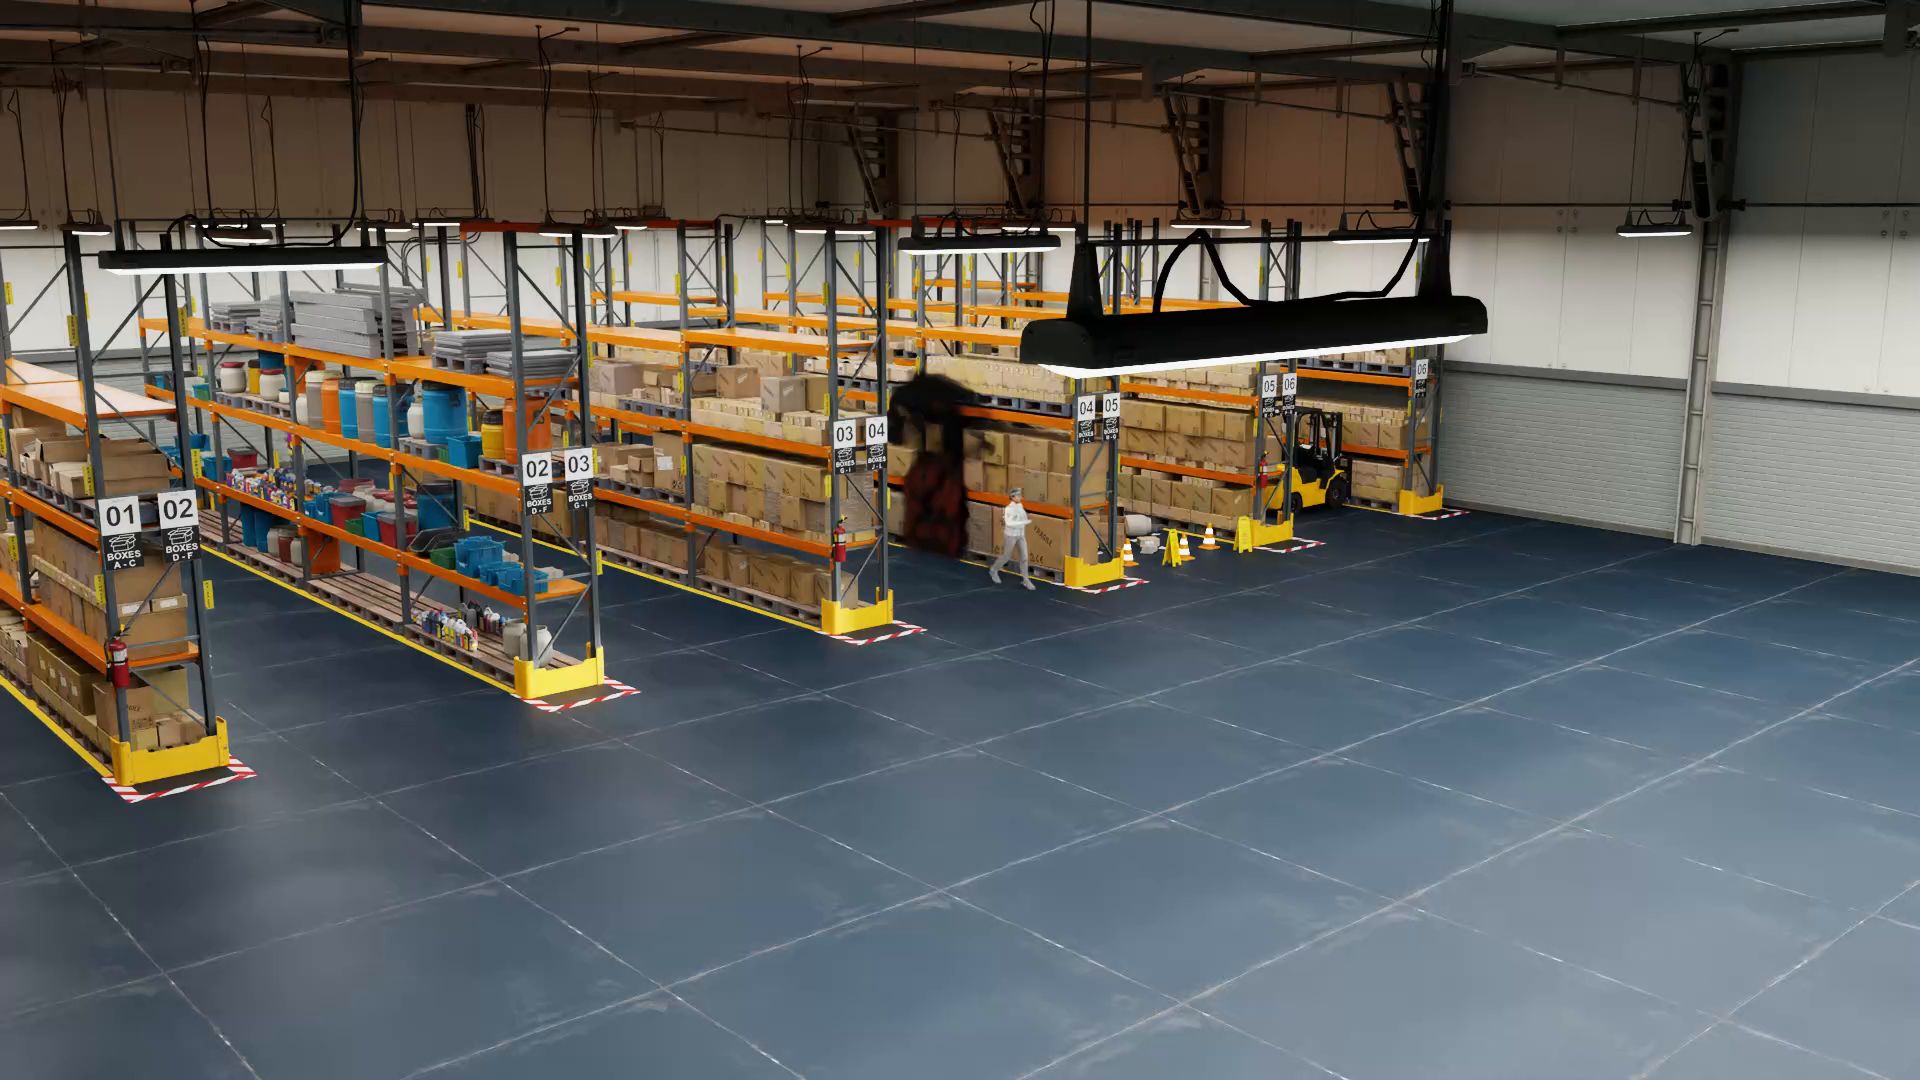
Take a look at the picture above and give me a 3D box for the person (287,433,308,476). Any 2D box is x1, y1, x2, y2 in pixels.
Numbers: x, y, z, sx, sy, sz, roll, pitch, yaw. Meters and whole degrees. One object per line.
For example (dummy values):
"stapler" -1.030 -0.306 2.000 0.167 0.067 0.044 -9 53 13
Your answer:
"person" -14.820 -1.892 36.877 0.730 1.766 0.699 -4 12 -20

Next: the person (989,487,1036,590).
"person" 0.883 -0.054 27.699 0.919 1.703 0.597 9 15 39
